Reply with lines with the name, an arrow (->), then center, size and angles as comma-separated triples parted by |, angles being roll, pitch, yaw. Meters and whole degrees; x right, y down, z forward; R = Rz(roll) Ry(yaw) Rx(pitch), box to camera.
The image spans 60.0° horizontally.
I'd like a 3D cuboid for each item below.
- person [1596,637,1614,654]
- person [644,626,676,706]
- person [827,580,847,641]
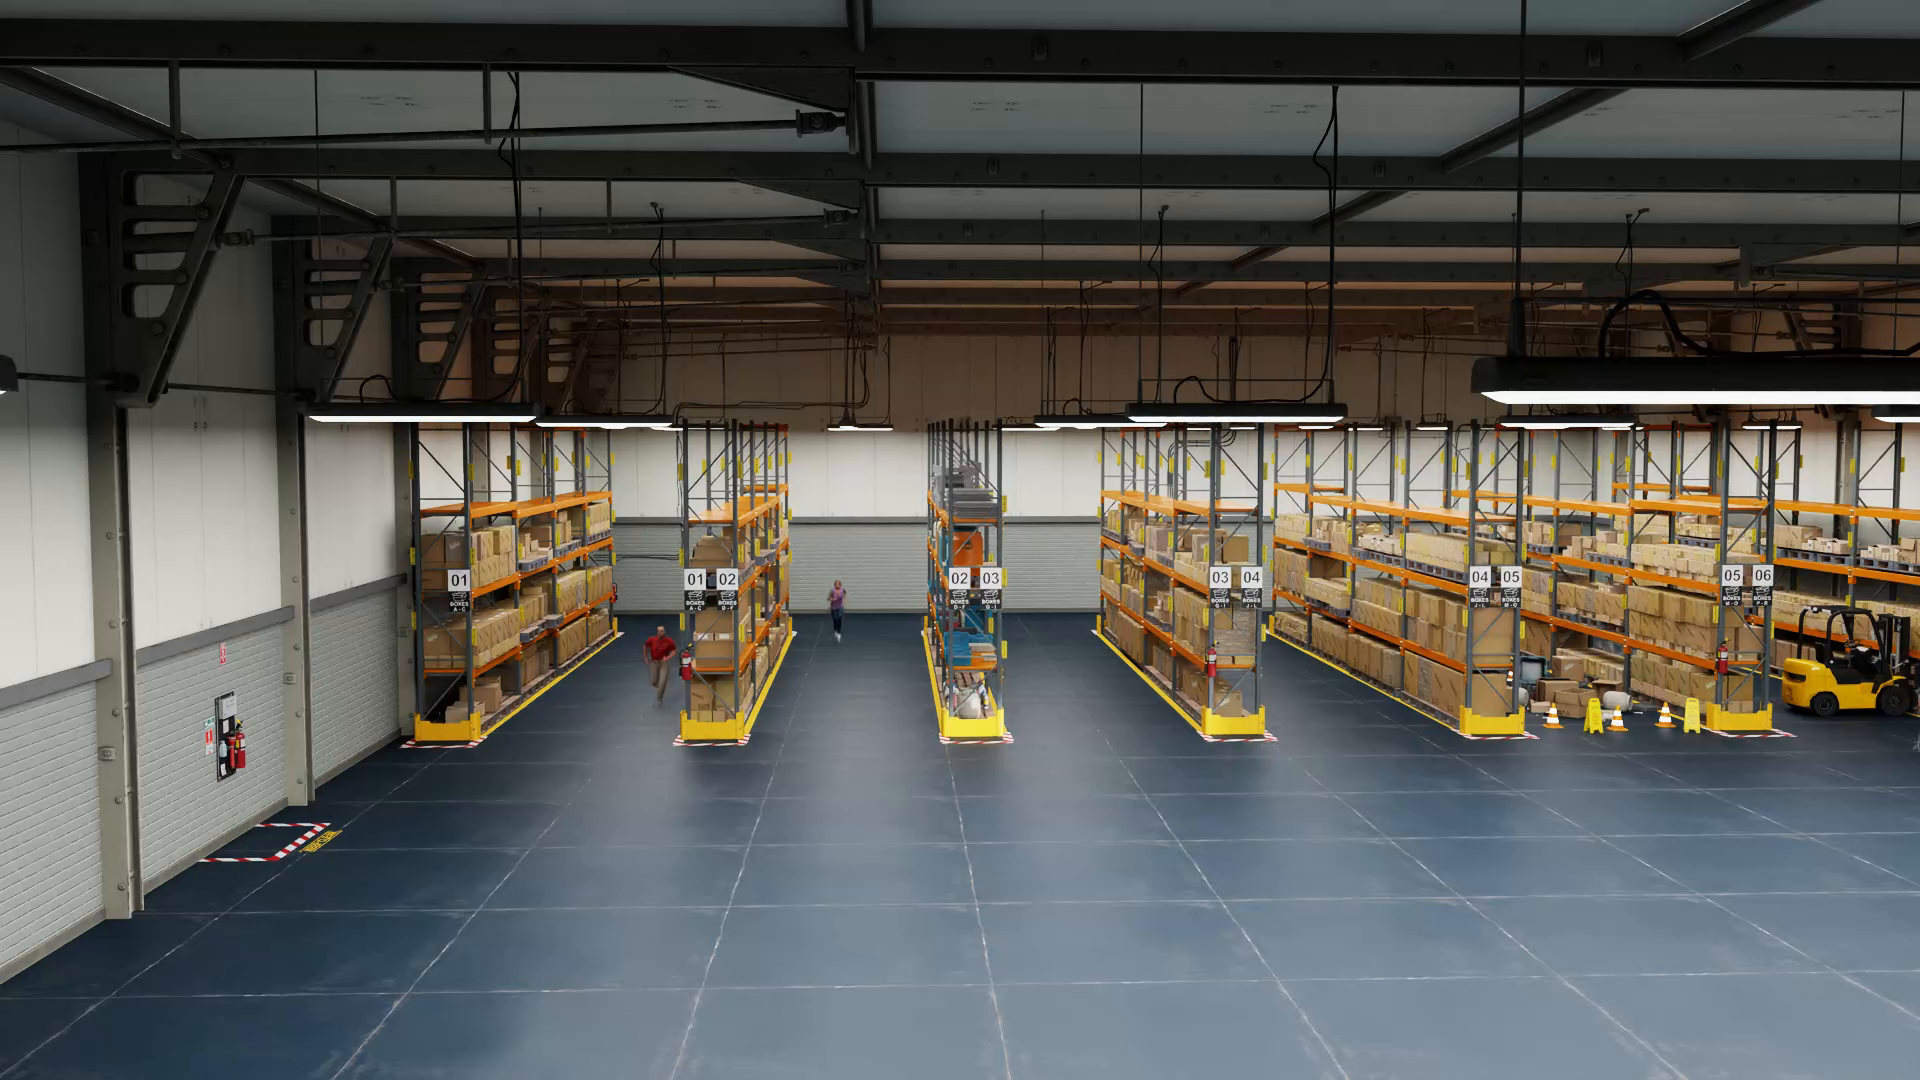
person -> 16.229, 2.192, 41.802 | 0.596, 1.740, 0.720 | 0, 4, -5
person -> -6.351, 2.652, 35.199 | 0.701, 1.686, 0.707 | 0, 4, -2
person -> -3.312, 1.868, 44.707 | 0.536, 1.624, 0.860 | 0, 4, -6
